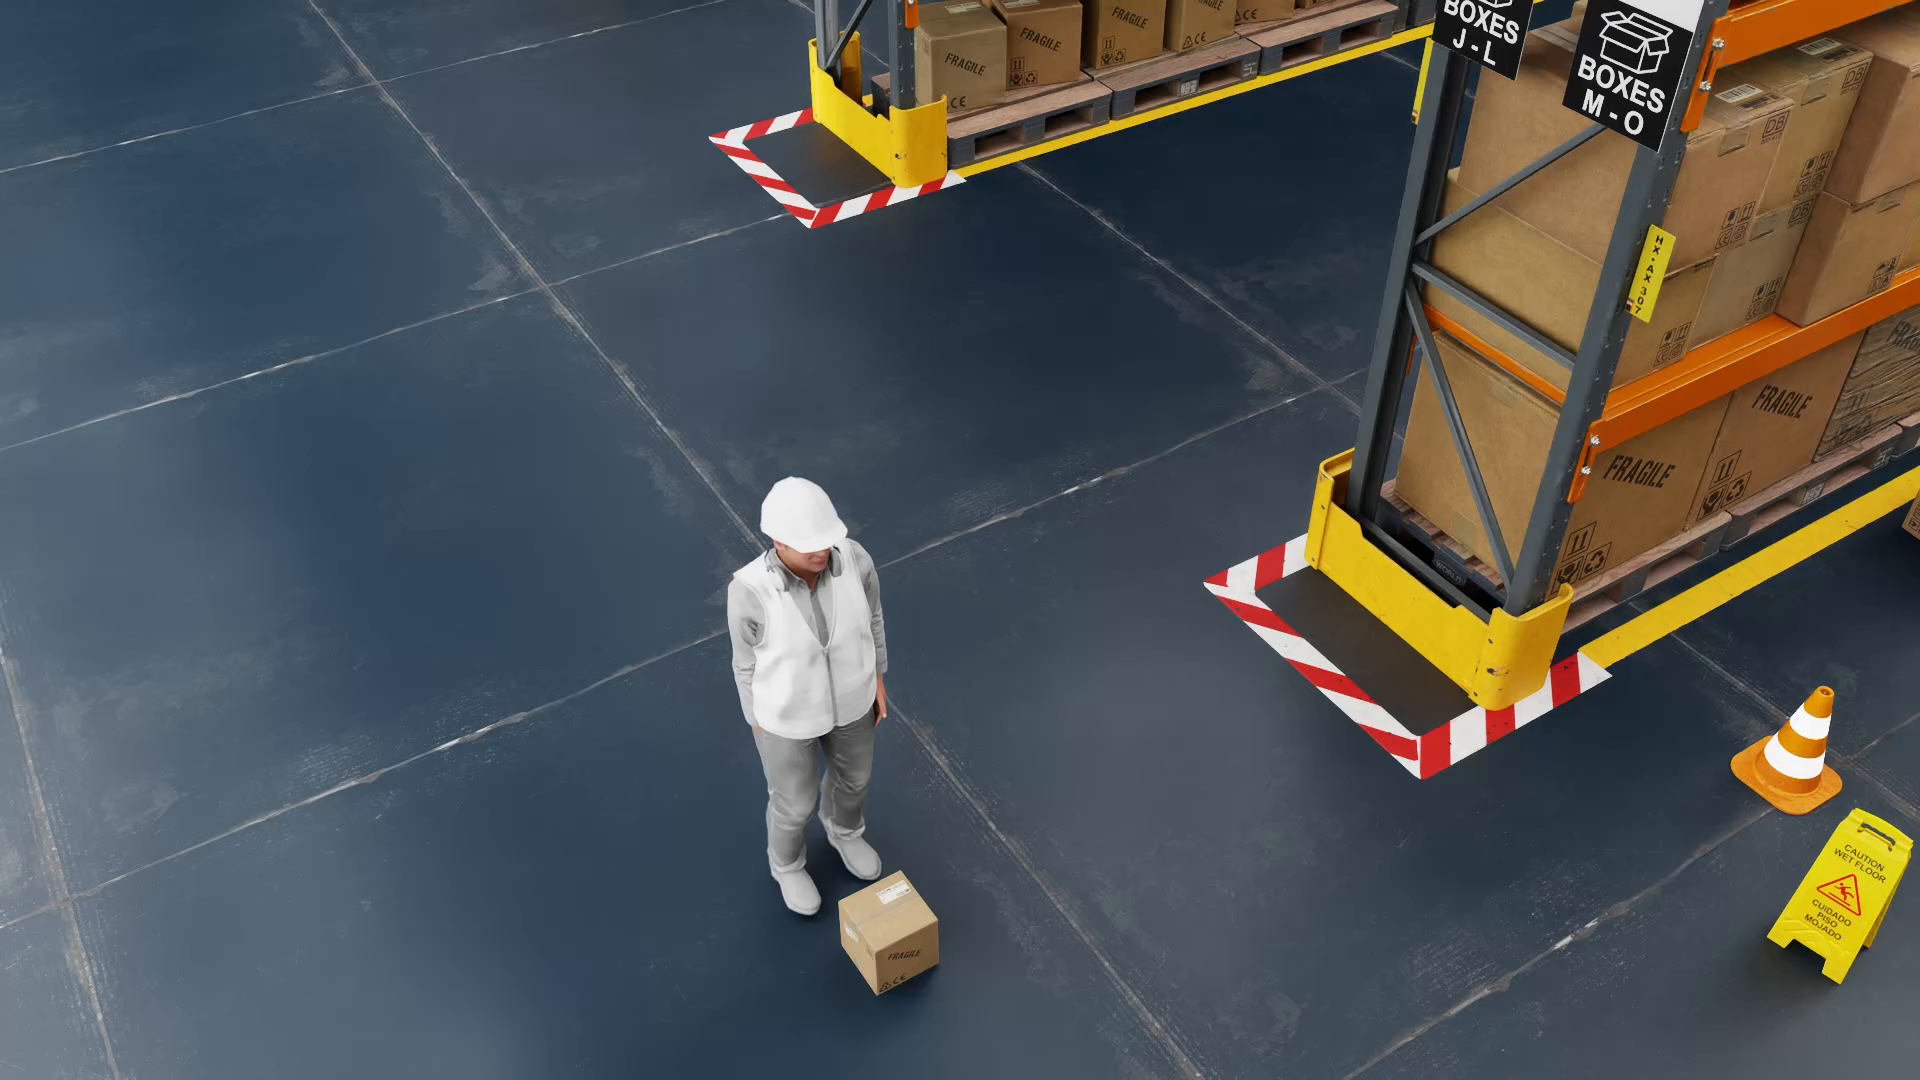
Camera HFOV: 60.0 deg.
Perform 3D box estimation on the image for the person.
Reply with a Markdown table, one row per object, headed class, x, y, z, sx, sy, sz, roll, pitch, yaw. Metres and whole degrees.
| class | x | y | z | sx | sy | sz | roll | pitch | yaw |
| --- | --- | --- | --- | --- | --- | --- | --- | --- | --- |
| person | -0.474 | 0.525 | 5.527 | 0.532 | 1.768 | 0.361 | -21 | 45 | -23 |
